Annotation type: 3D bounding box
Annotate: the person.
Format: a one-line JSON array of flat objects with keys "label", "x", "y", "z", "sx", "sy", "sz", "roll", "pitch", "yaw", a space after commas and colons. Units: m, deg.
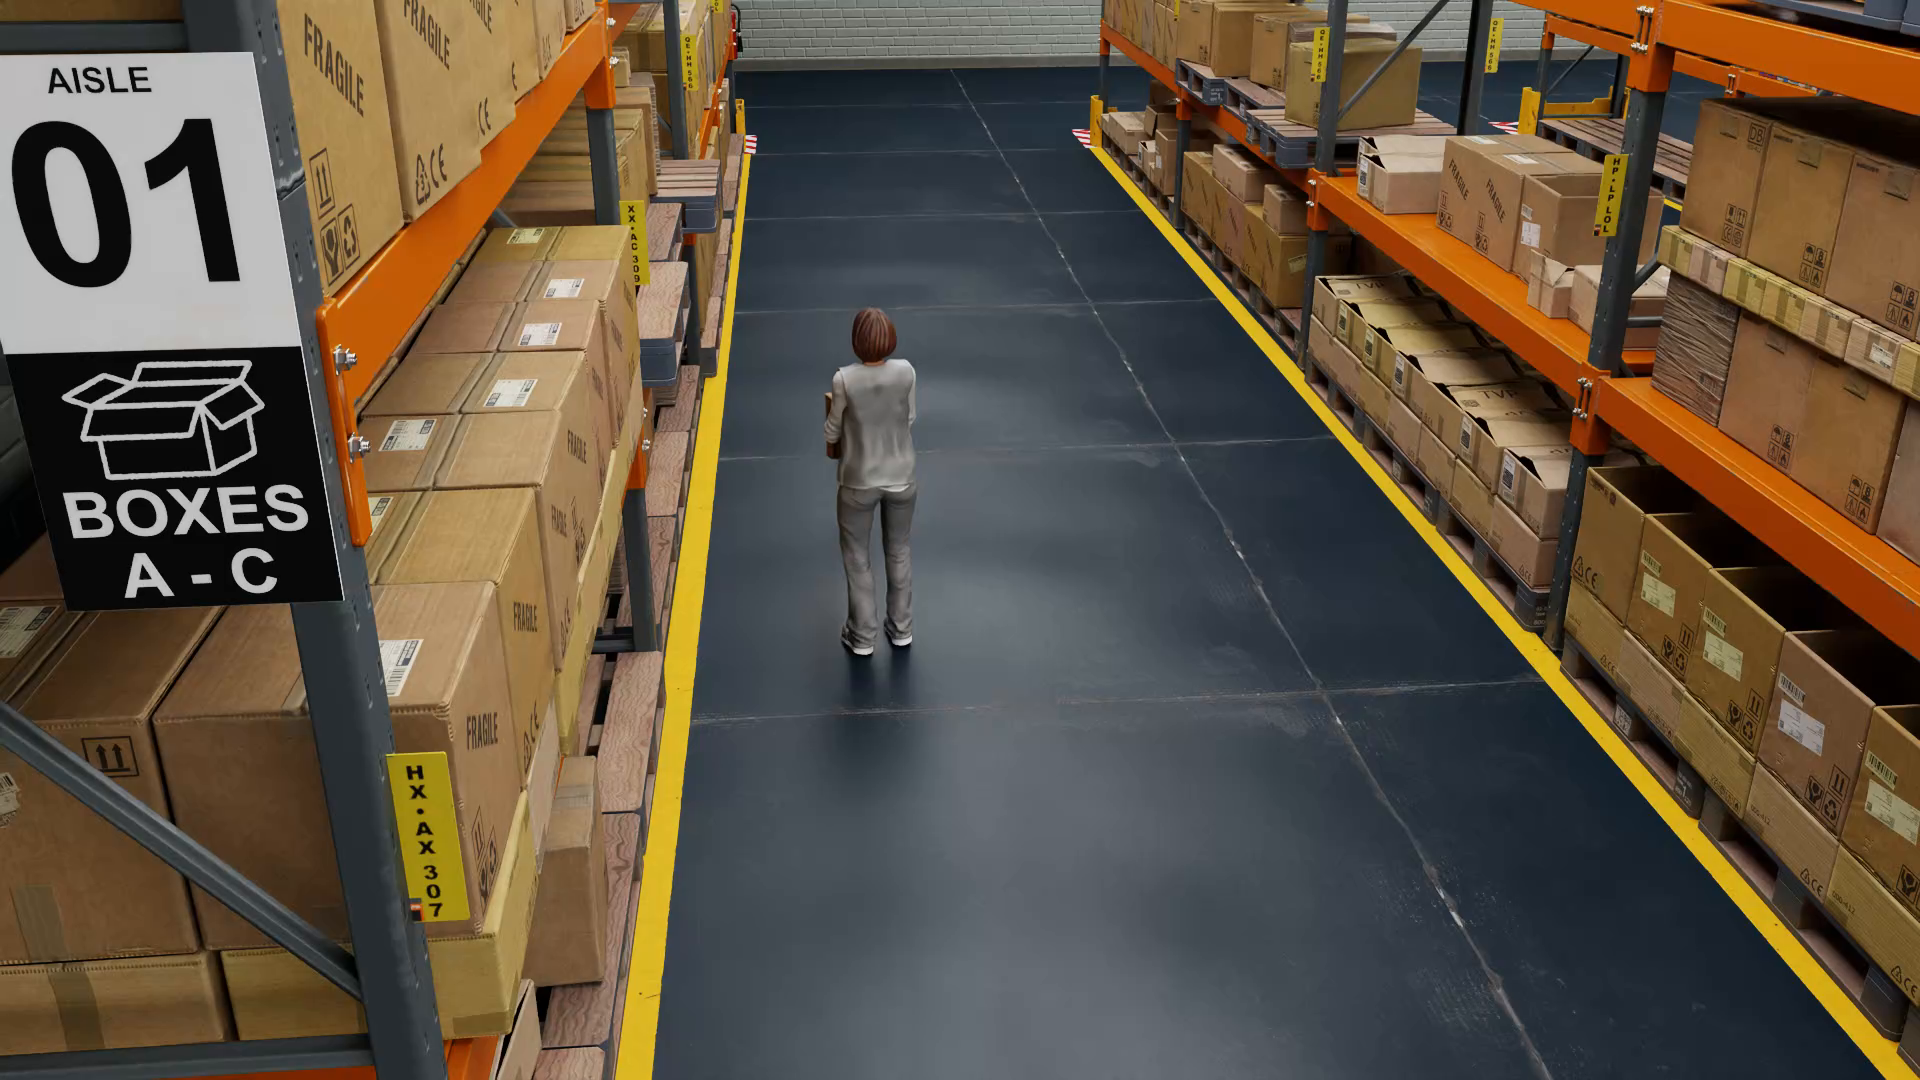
[{"label": "person", "x": -0.389, "y": -0.280, "z": 7.245, "sx": 0.408, "sy": 1.589, "sz": 0.493, "roll": -8, "pitch": 25, "yaw": -17}]
